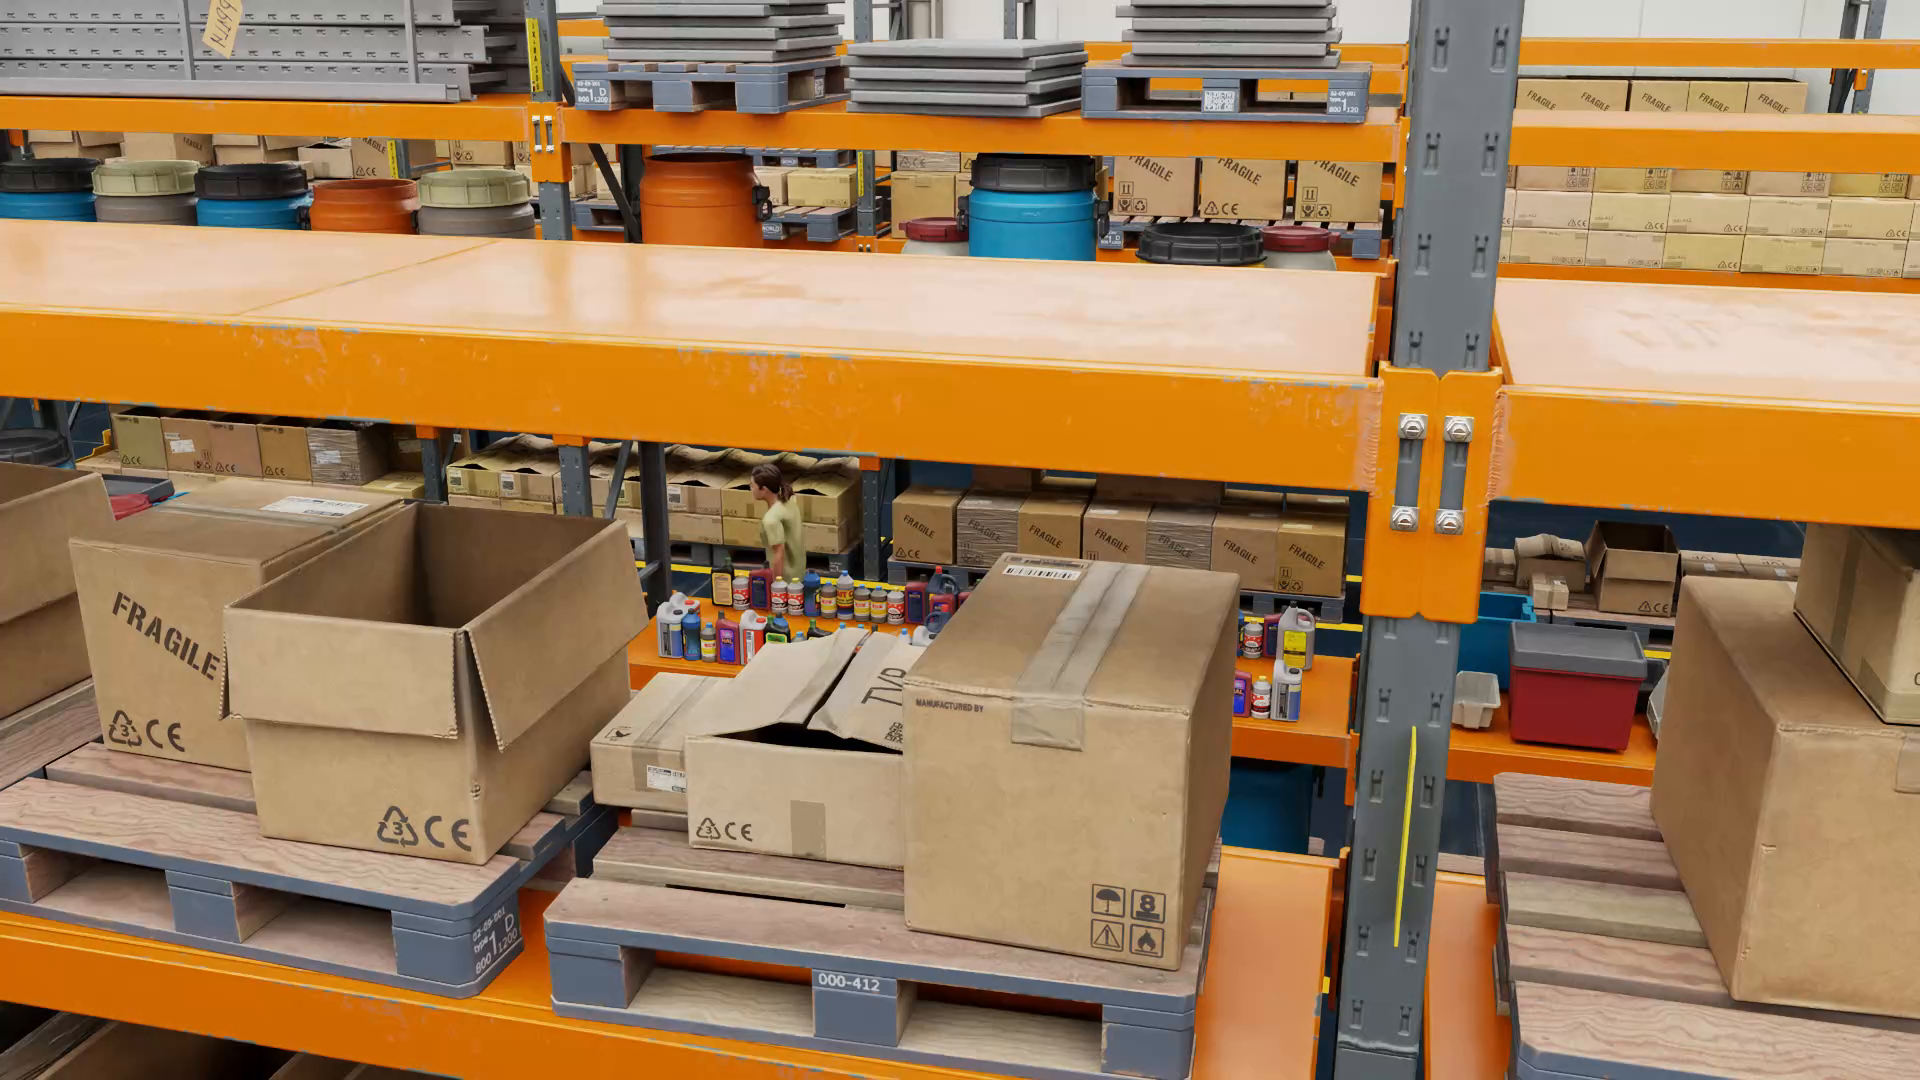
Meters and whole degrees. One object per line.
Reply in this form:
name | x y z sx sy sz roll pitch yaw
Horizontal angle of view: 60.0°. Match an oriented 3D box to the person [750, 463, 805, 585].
person | -1.252 0.283 11.208 0.410 1.672 0.521 4 19 11
